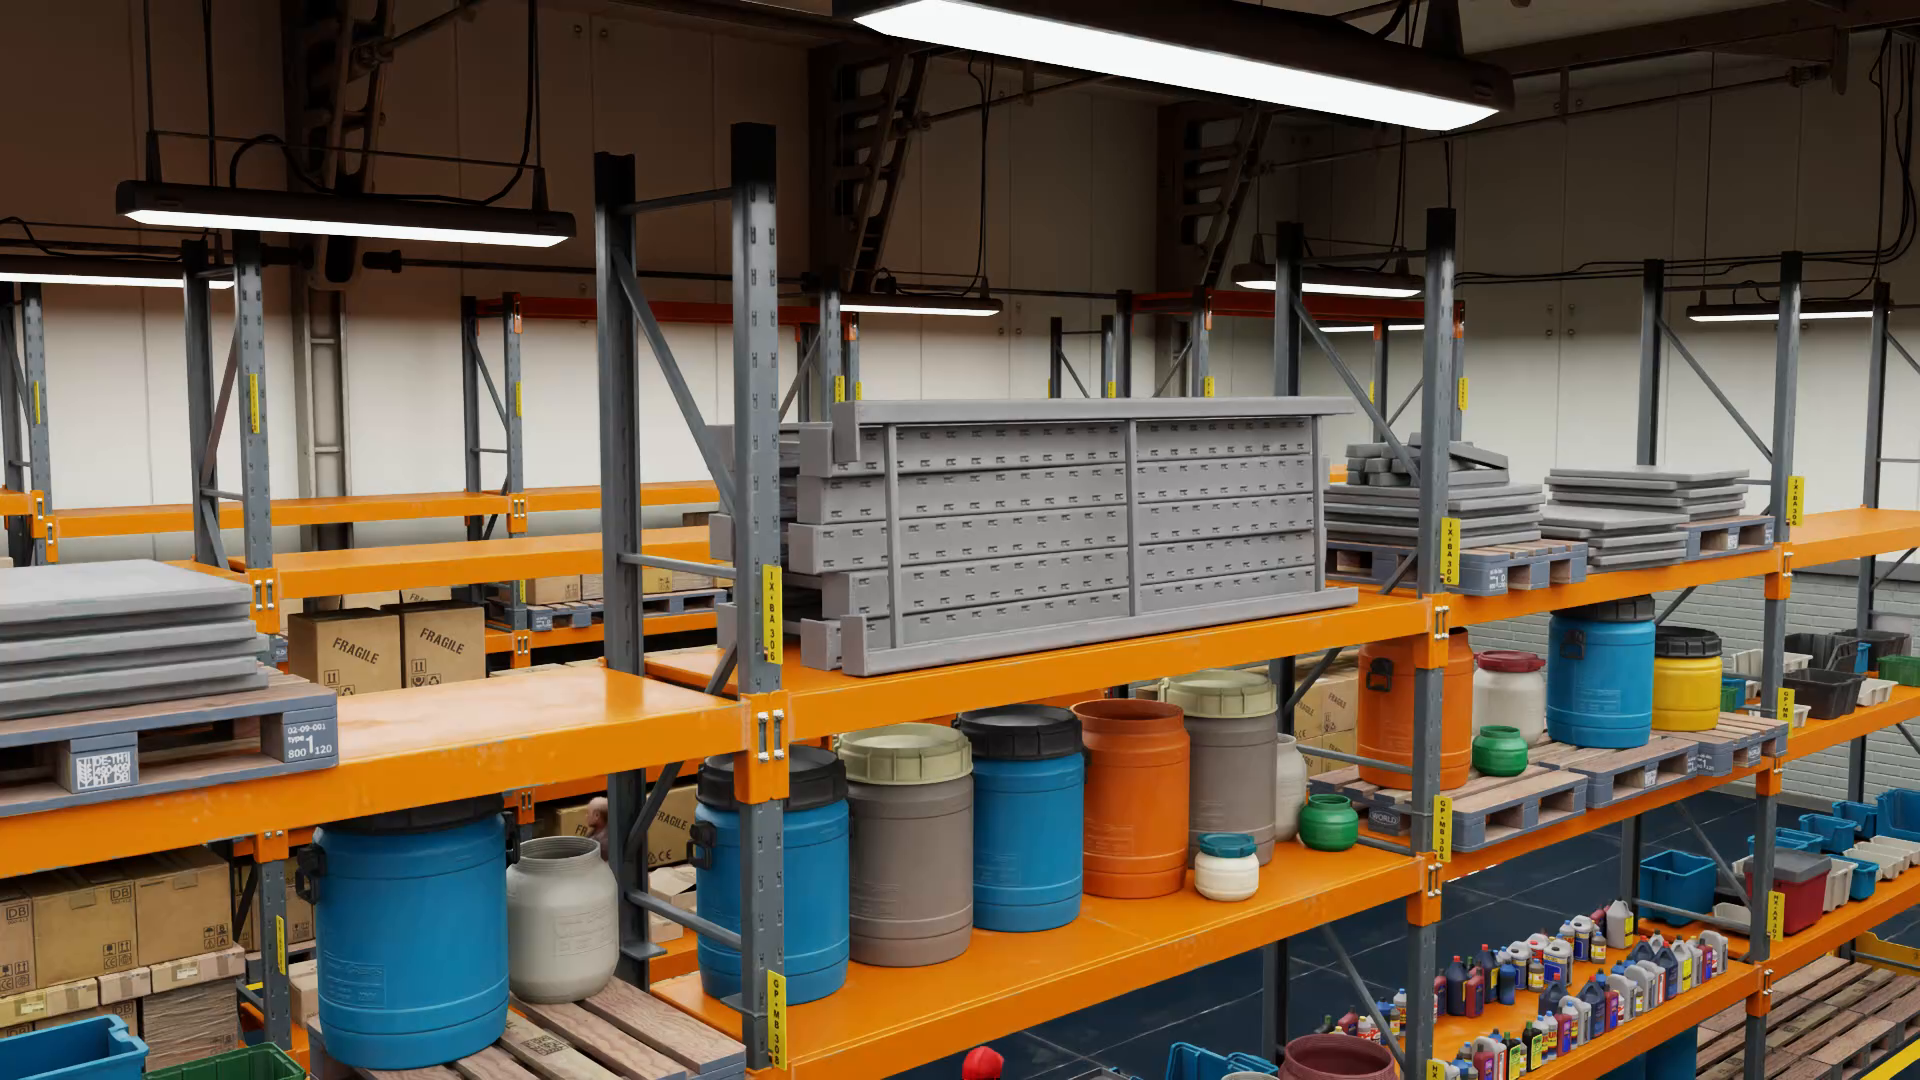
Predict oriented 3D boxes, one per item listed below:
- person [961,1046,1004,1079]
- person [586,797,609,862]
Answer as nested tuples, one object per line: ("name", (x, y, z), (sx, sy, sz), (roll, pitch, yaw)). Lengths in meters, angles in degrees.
("person", (0.053, 3.474, 8.463), (0.557, 1.784, 0.511), (3, 6, 25))
("person", (-2.973, 3.012, 13.637), (0.822, 1.817, 0.608), (-3, 6, -29))
